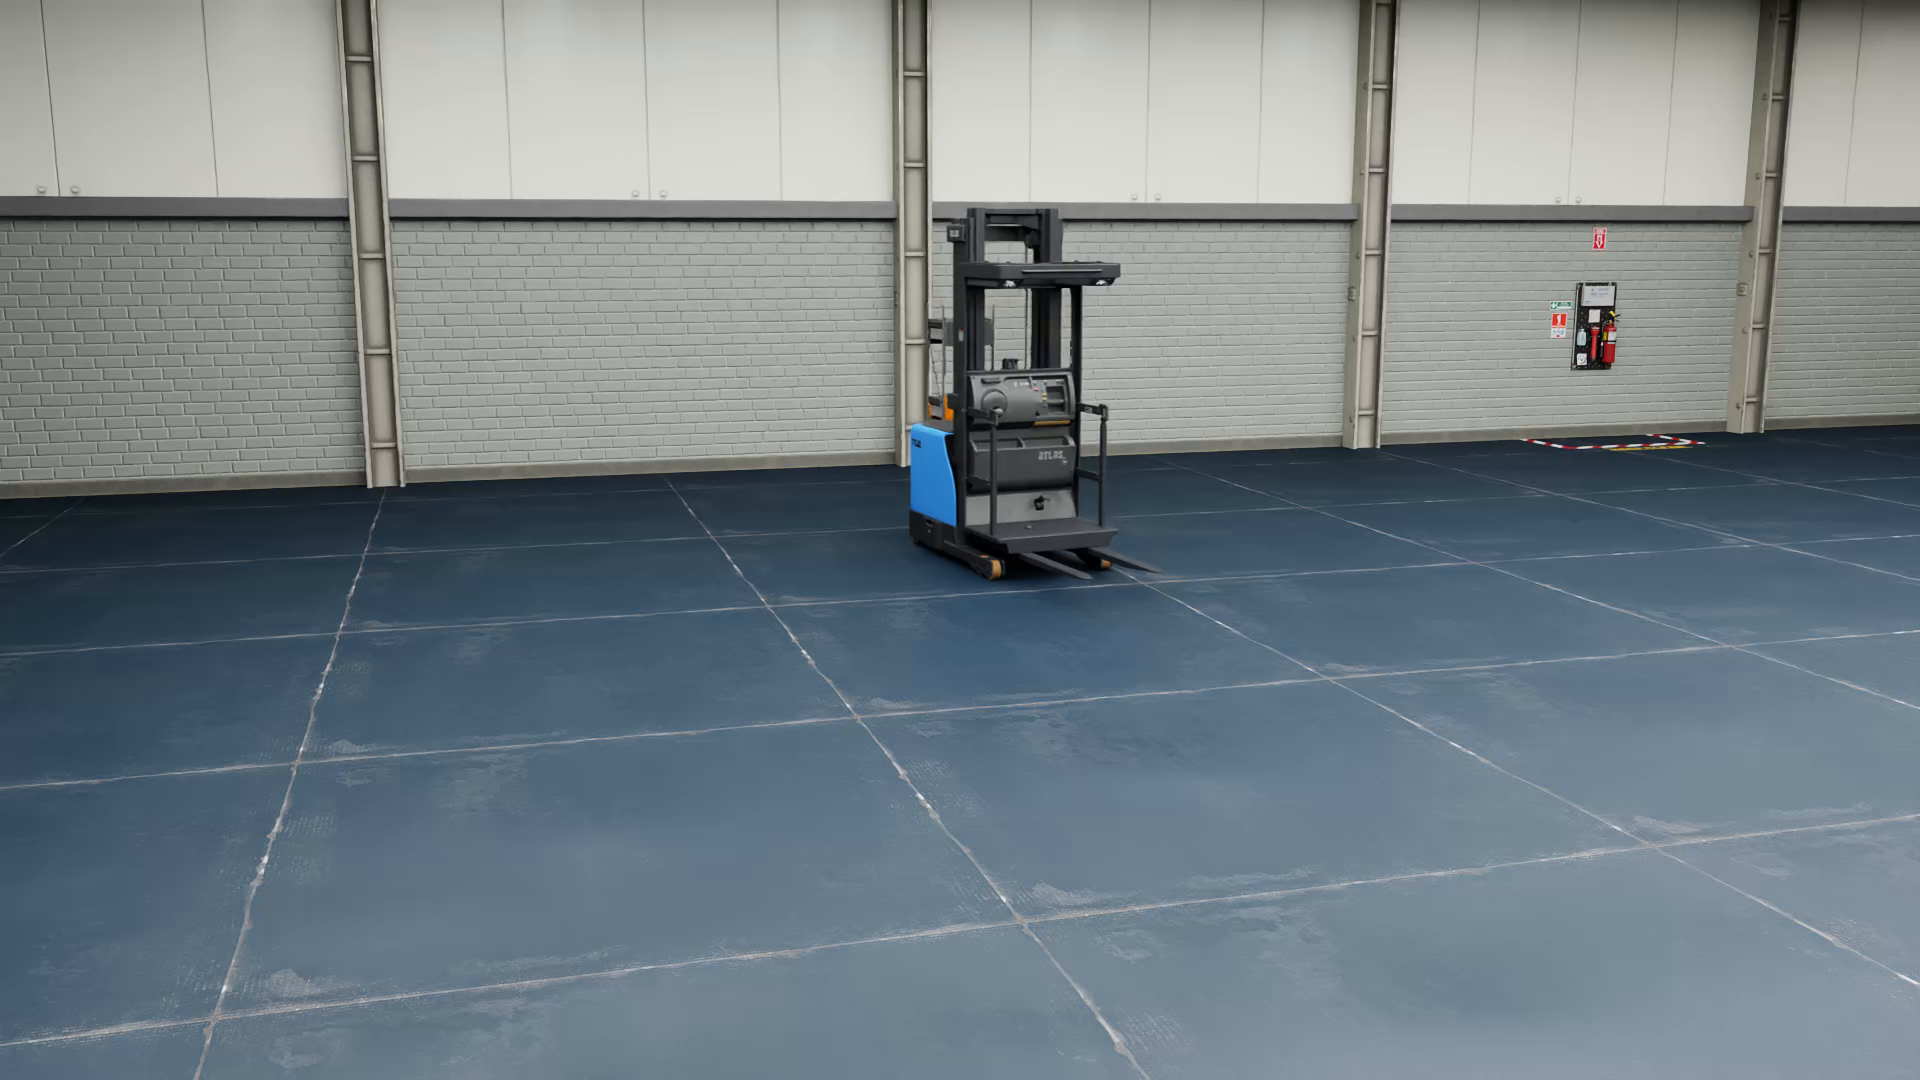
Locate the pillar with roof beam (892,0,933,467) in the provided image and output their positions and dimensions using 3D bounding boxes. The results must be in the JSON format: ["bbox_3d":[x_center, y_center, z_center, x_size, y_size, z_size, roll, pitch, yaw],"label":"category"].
[{"bbox_3d":[0.651,-4.582,15.082,0.400,9.000,9.100,-3,11,-16],"label":"pillar with roof beam"}]

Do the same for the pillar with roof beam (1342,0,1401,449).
[{"bbox_3d":[6.411,-4.886,16.732,0.400,9.000,9.100,-3,11,-16],"label":"pillar with roof beam"}]

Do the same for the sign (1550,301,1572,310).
[{"bbox_3d":[8.033,-3.136,22.233,0.331,0.109,0.001,-3,11,-16],"label":"sign"}]

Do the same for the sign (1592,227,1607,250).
[{"bbox_3d":[8.550,-4.026,22.228,0.199,0.298,0.001,-3,11,-16],"label":"sign"}]

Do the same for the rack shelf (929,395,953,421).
[{"bbox_3d":[-0.001,-1.090,15.242,0.480,0.518,0.431,-5,11,-24],"label":"rack shelf"}]

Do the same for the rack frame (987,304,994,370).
[{"bbox_3d":[0.222,-1.121,15.337,0.015,2.100,0.400,-5,11,-24],"label":"rack frame"}]

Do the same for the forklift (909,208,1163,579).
[{"bbox_3d":[0.608,-1.212,13.535,1.130,2.935,3.031,-5,11,-24],"label":"forklift"}]

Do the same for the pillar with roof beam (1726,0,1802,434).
[{"bbox_3d":[12.172,-5.189,18.381,0.400,9.000,9.100,-3,11,-16],"label":"pillar with roof beam"}]

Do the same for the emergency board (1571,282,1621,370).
[{"bbox_3d":[8.586,-2.869,22.346,0.643,1.169,0.194,-3,11,-16],"label":"emergency board"}]

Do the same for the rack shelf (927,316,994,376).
[{"bbox_3d":[-0.001,-1.778,15.115,0.480,0.518,0.431,-5,11,-24],"label":"rack shelf"}]

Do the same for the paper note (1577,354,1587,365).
[{"bbox_3d":[8.396,-2.439,22.442,0.142,0.148,0.016,-3,11,-16],"label":"paper note"}]

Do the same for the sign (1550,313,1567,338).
[{"bbox_3d":[8.026,-2.876,22.288,0.234,0.329,0.001,-3,11,-16],"label":"sign"}]

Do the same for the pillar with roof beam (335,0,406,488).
[{"bbox_3d":[-5.110,-4.279,13.433,0.400,9.000,9.100,-3,11,-16],"label":"pillar with roof beam"}]

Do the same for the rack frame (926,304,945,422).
[{"bbox_3d":[-0.224,-1.085,15.141,0.015,2.100,0.400,-5,11,-24],"label":"rack frame"}]

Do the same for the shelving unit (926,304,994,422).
[{"bbox_3d":[-0.001,-1.103,15.239,0.503,2.100,0.431,-5,11,-24],"label":"shelving unit"}]
